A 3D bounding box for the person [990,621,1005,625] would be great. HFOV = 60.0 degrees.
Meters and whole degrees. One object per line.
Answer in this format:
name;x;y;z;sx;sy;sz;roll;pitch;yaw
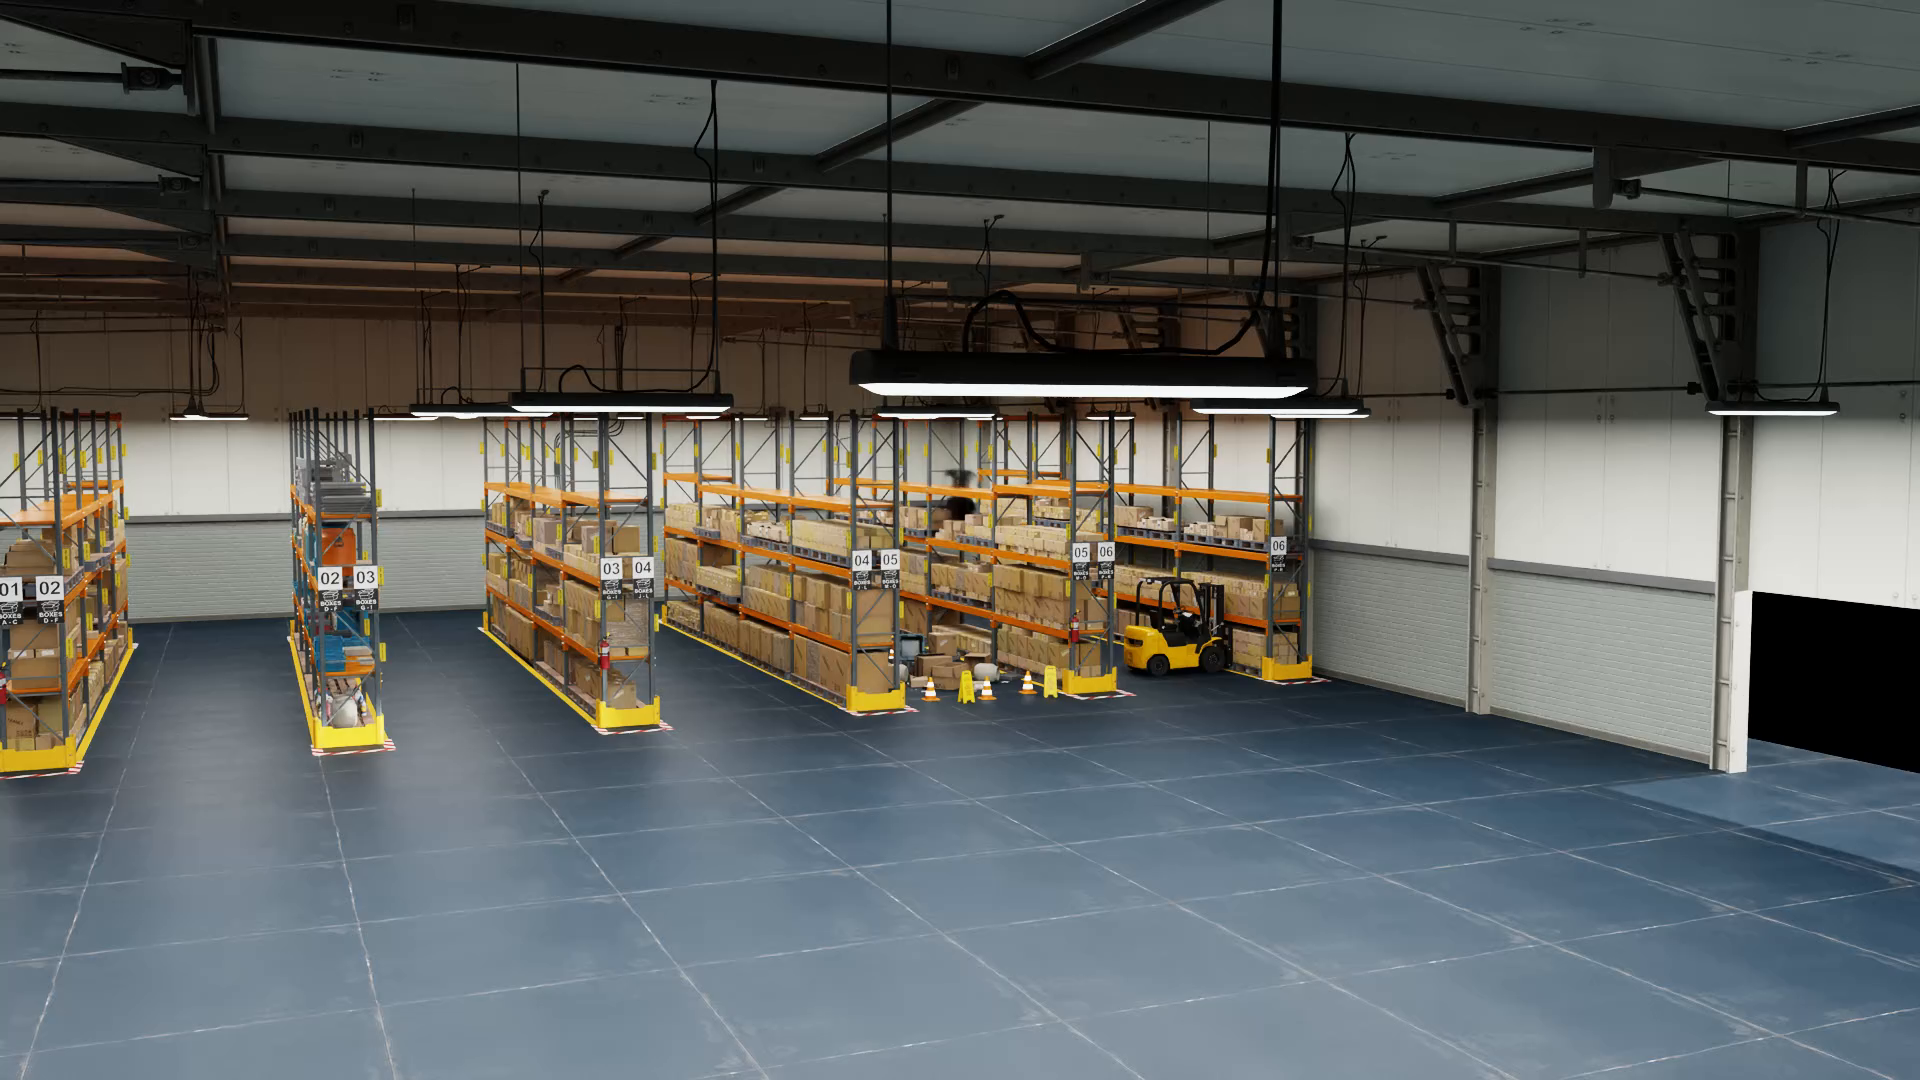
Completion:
person;1.096;1.624;47.064;0.694;1.635;0.597;3;5;41
